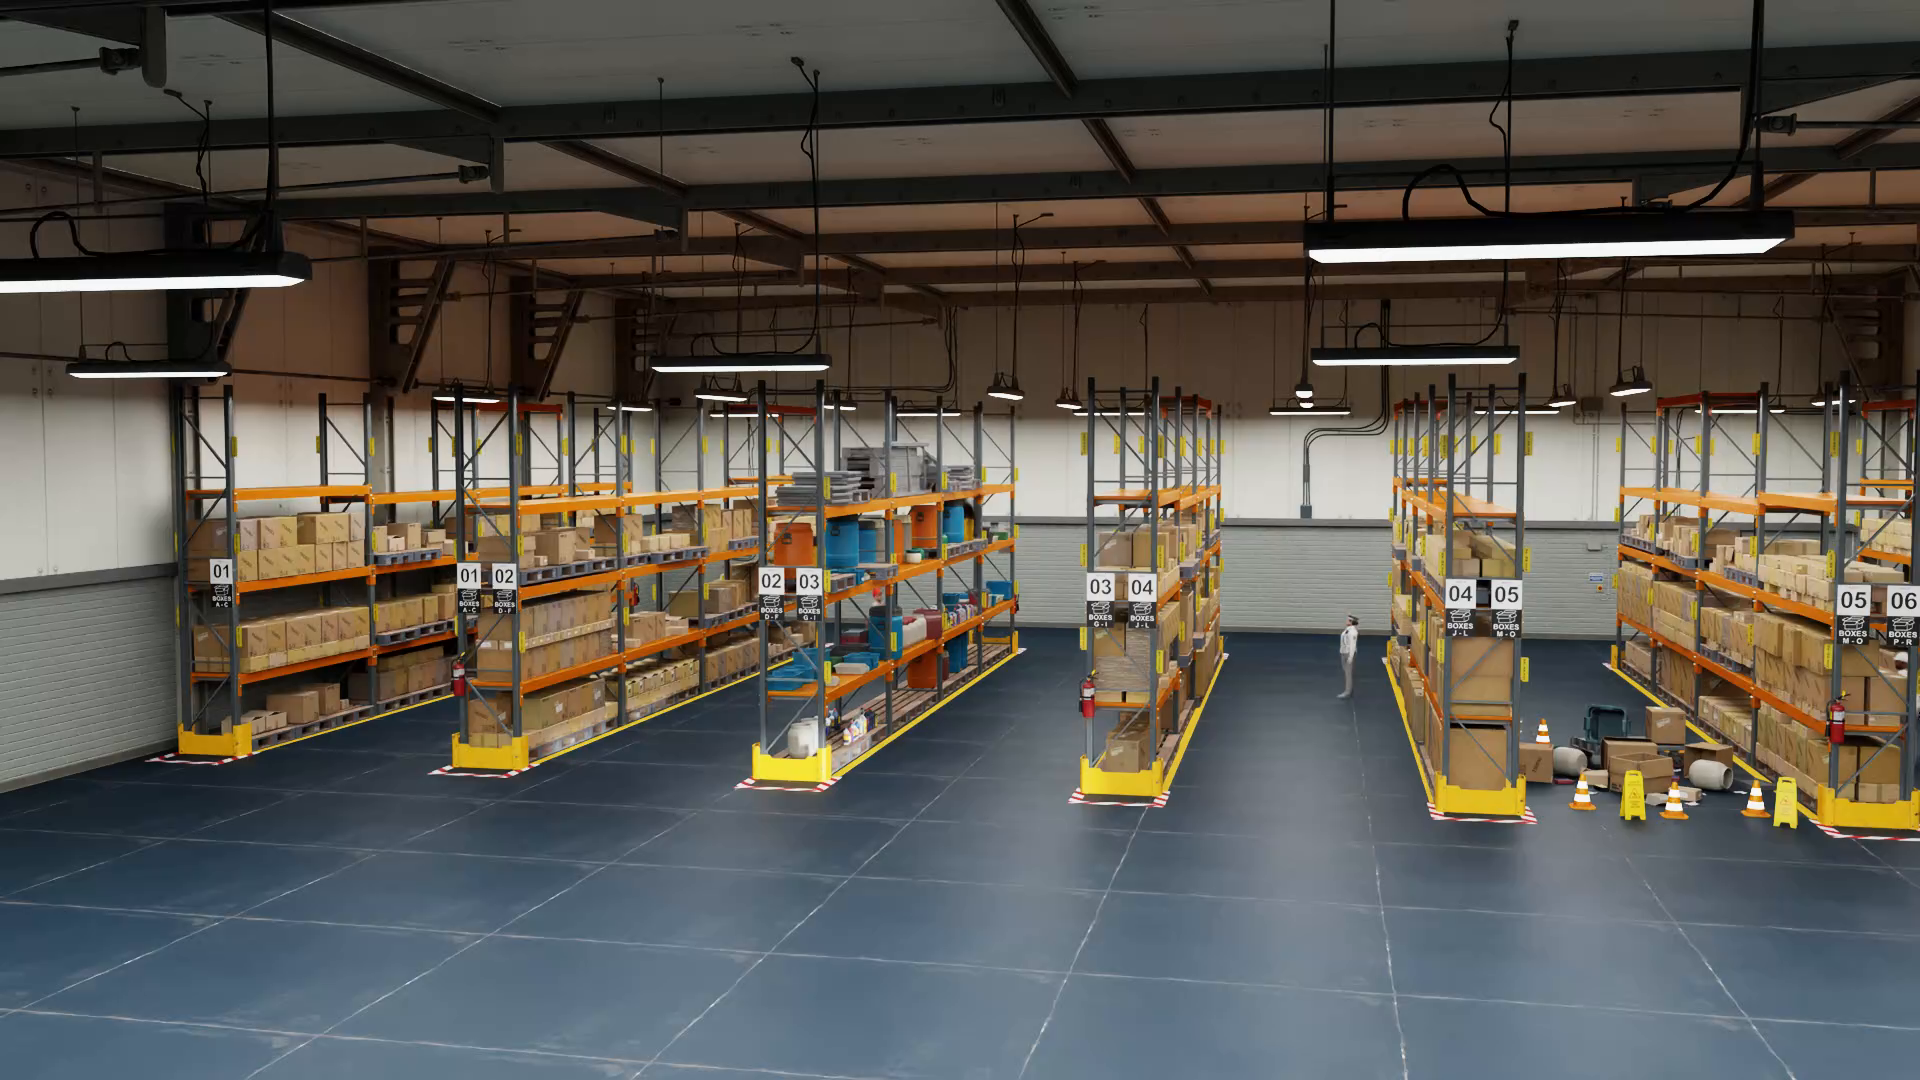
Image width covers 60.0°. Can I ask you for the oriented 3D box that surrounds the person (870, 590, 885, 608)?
[{"bbox_3d":[-1.736,1.997,37.018,0.497,1.780,0.591,1,3,13],"label":"person"}]

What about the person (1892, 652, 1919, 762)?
[{"bbox_3d":[14.987,2.681,26.287,0.685,1.805,0.588,1,3,9],"label":"person"}]

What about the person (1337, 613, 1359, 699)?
[{"bbox_3d":[7.721,2.305,33.247,0.538,1.684,0.483,-1,3,-21],"label":"person"}]

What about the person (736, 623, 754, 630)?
[{"bbox_3d":[-5.866,1.567,45.466,0.568,1.757,0.617,-3,4,-41],"label":"person"}]
